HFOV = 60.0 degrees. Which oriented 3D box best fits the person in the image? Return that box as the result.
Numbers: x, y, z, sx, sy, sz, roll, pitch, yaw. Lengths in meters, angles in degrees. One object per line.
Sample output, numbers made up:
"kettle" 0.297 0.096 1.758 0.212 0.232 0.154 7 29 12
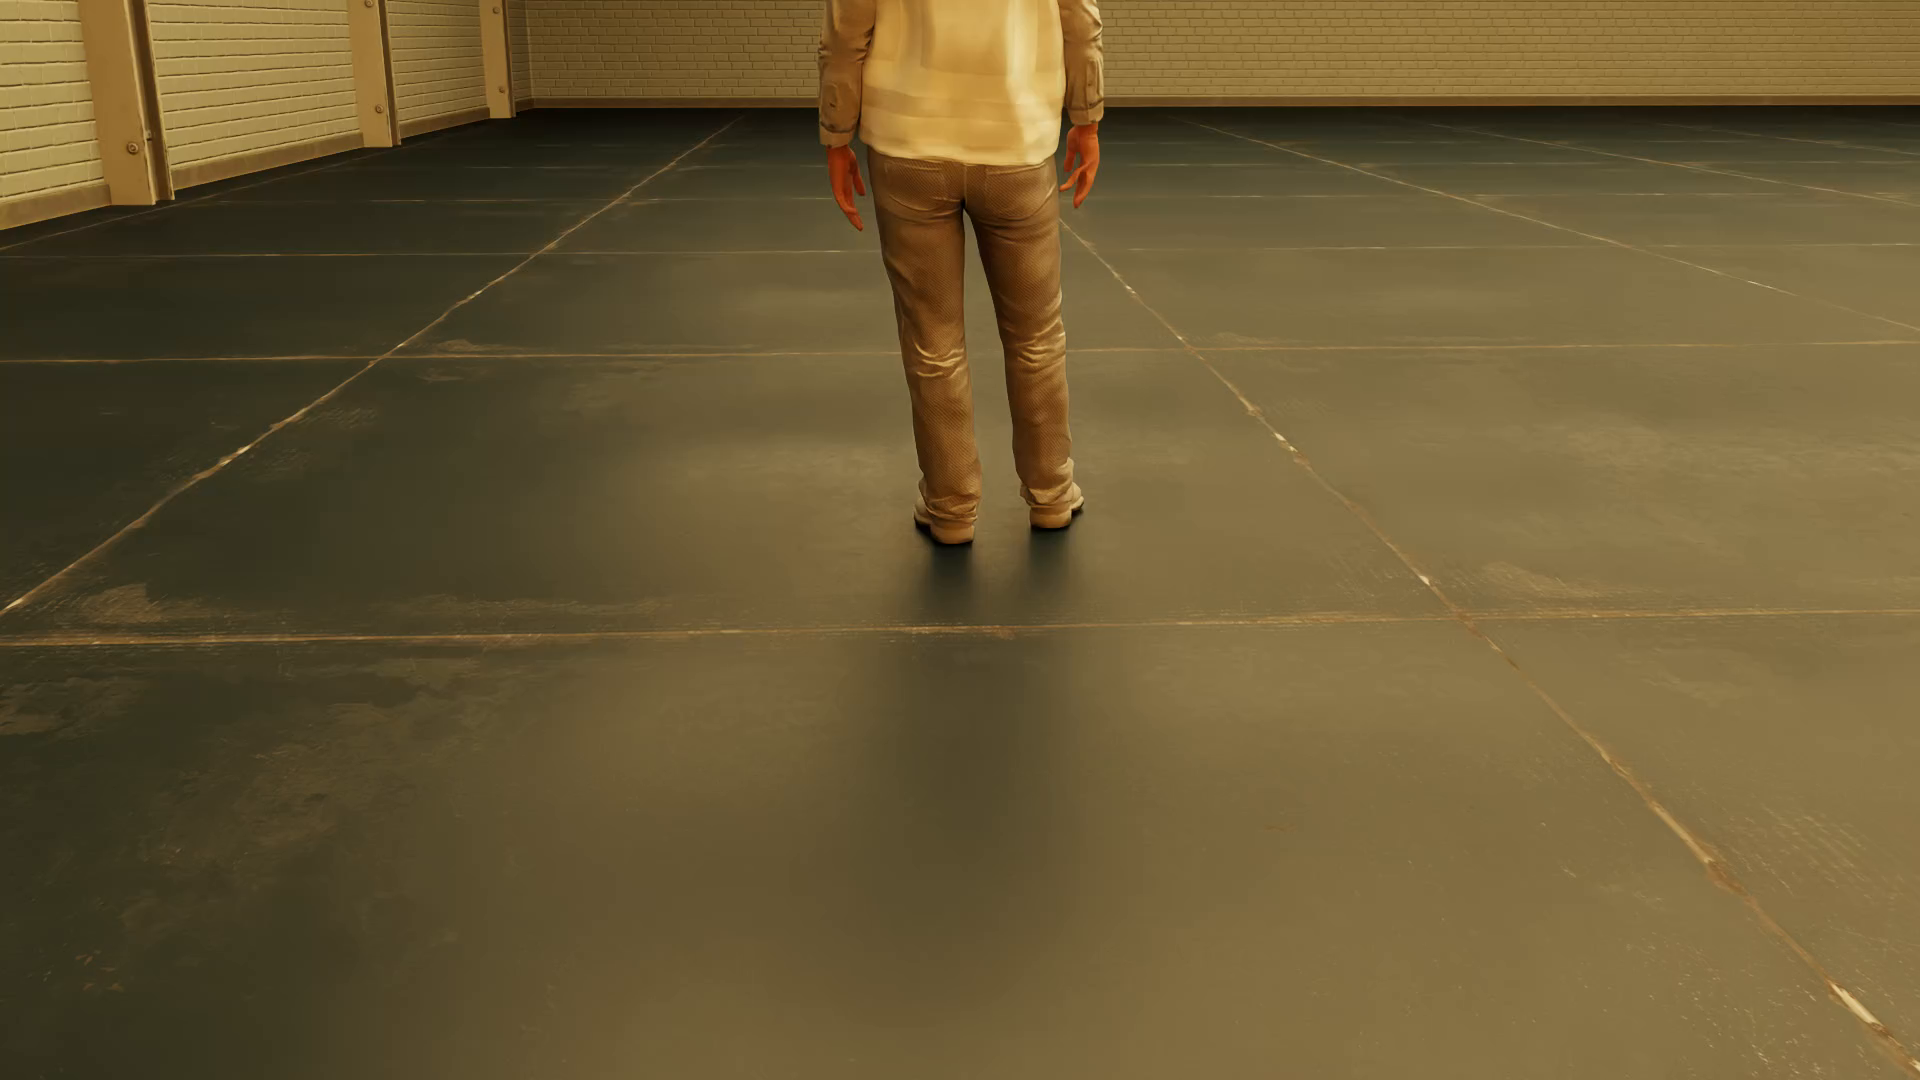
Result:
"person" 0.005 -0.874 3.716 0.632 1.773 0.568 -1 17 -3
